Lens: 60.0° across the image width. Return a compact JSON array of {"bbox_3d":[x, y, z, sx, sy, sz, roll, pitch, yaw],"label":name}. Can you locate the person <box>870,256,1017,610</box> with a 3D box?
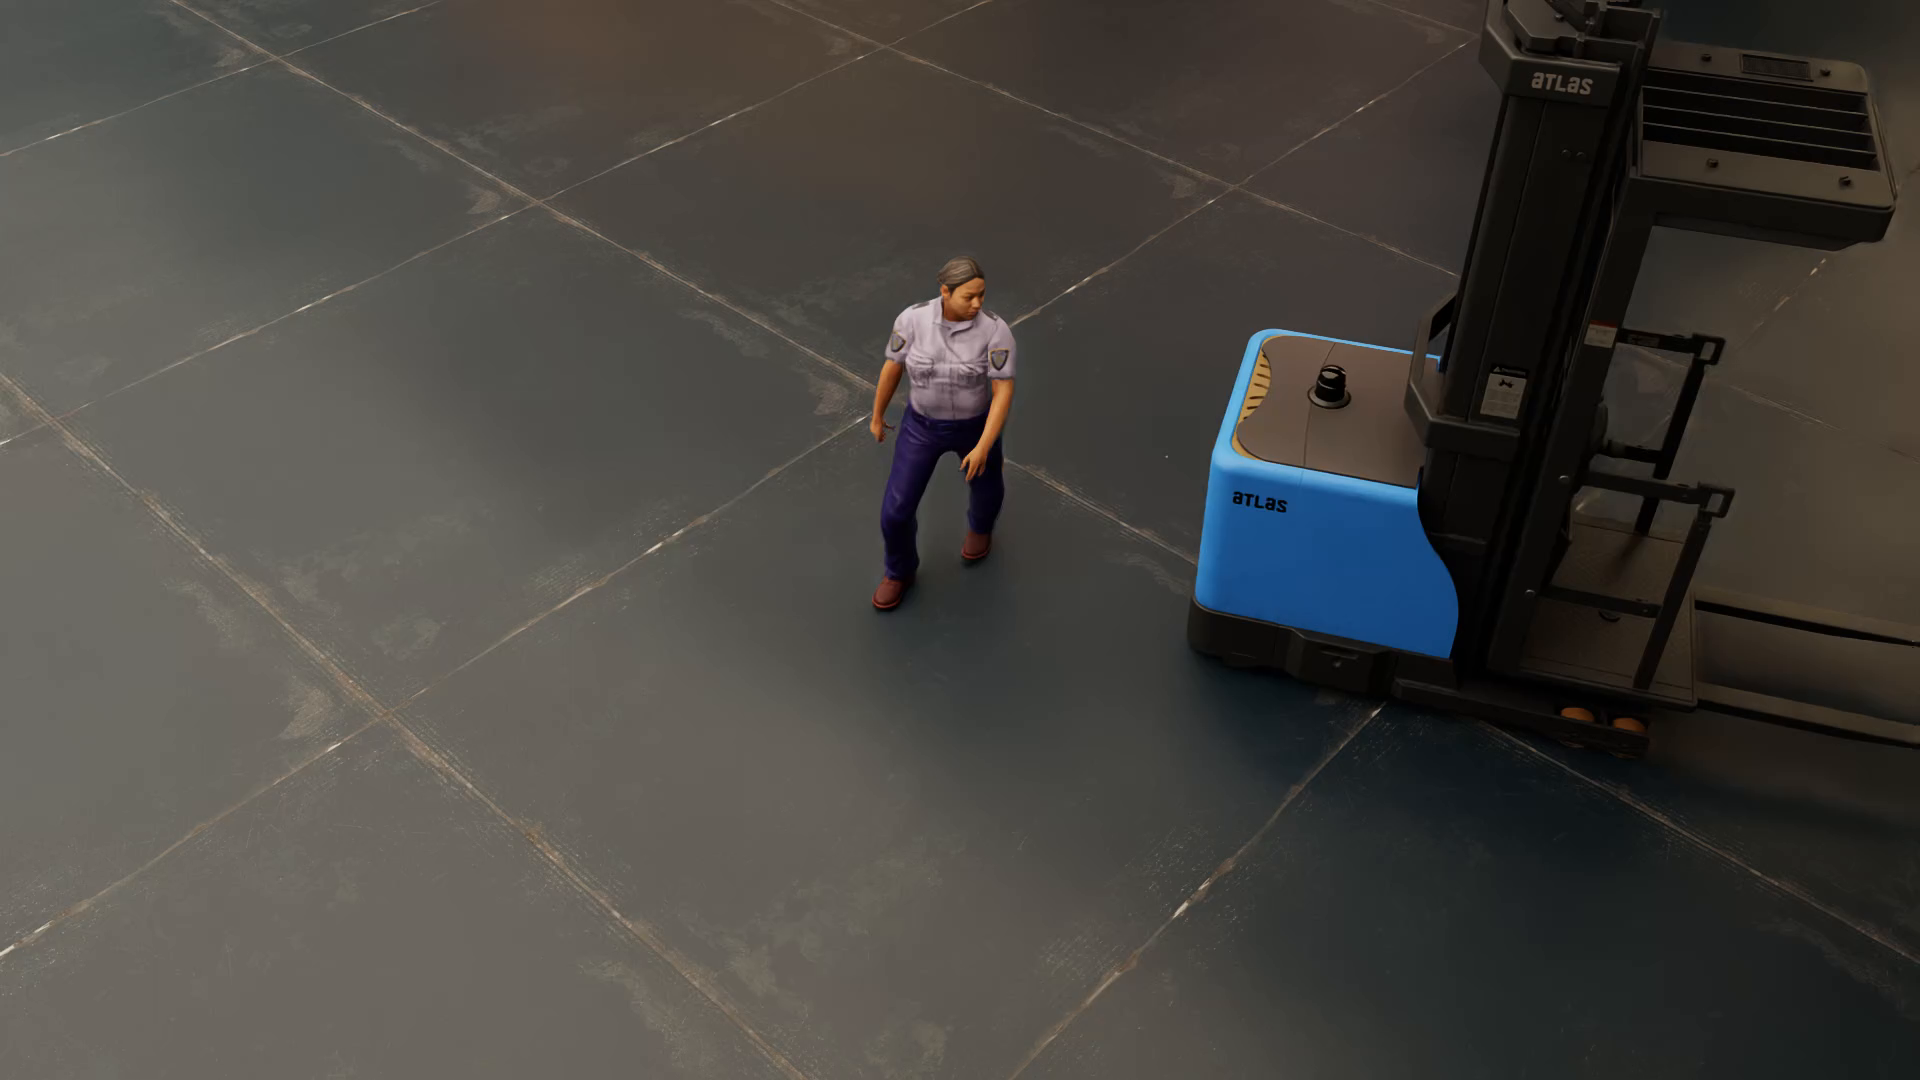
[{"bbox_3d":[-0.076,-0.457,7.014,0.619,1.573,0.695,0,41,0],"label":"person"}]

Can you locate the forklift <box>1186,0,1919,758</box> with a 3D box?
[{"bbox_3d":[2.540,-0.629,6.161,3.031,2.935,1.130,12,42,13],"label":"forklift"}]
